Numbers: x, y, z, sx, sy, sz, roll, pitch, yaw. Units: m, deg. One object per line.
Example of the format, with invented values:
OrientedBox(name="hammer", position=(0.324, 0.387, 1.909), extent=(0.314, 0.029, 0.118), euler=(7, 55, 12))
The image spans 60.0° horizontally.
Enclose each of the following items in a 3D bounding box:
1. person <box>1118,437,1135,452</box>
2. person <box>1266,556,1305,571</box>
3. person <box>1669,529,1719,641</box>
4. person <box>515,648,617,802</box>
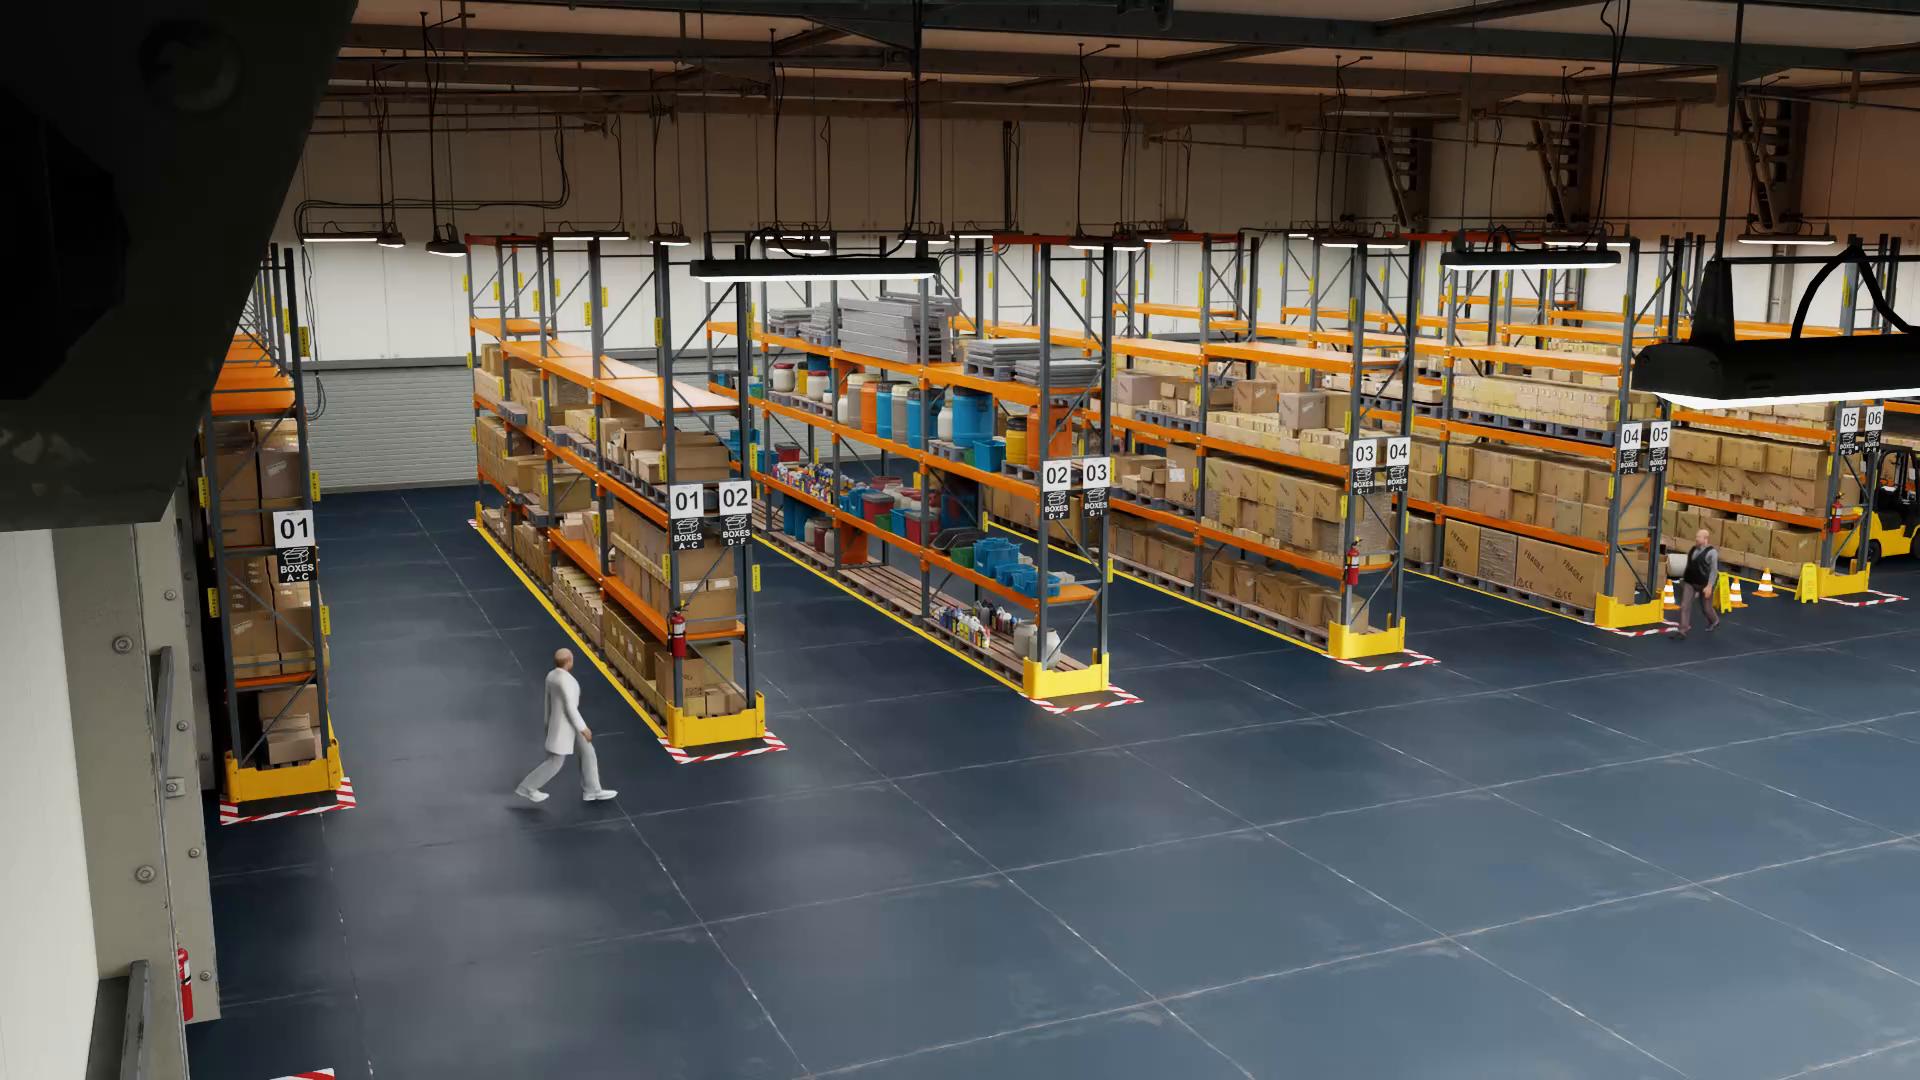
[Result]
OrientedBox(name="person", position=(4.335, -2.902, 43.655), extent=(0.447, 1.656, 0.593), euler=(6, 12, 27))
OrientedBox(name="person", position=(5.915, -0.343, 30.195), extent=(0.687, 1.719, 1.052), euler=(-3, 11, -16))
OrientedBox(name="person", position=(11.235, 0.677, 25.217), extent=(0.509, 1.697, 0.981), euler=(11, 15, 43))
OrientedBox(name="person", position=(-4.323, 2.033, 18.098), extent=(1.061, 1.737, 0.528), euler=(0, 11, 1))
